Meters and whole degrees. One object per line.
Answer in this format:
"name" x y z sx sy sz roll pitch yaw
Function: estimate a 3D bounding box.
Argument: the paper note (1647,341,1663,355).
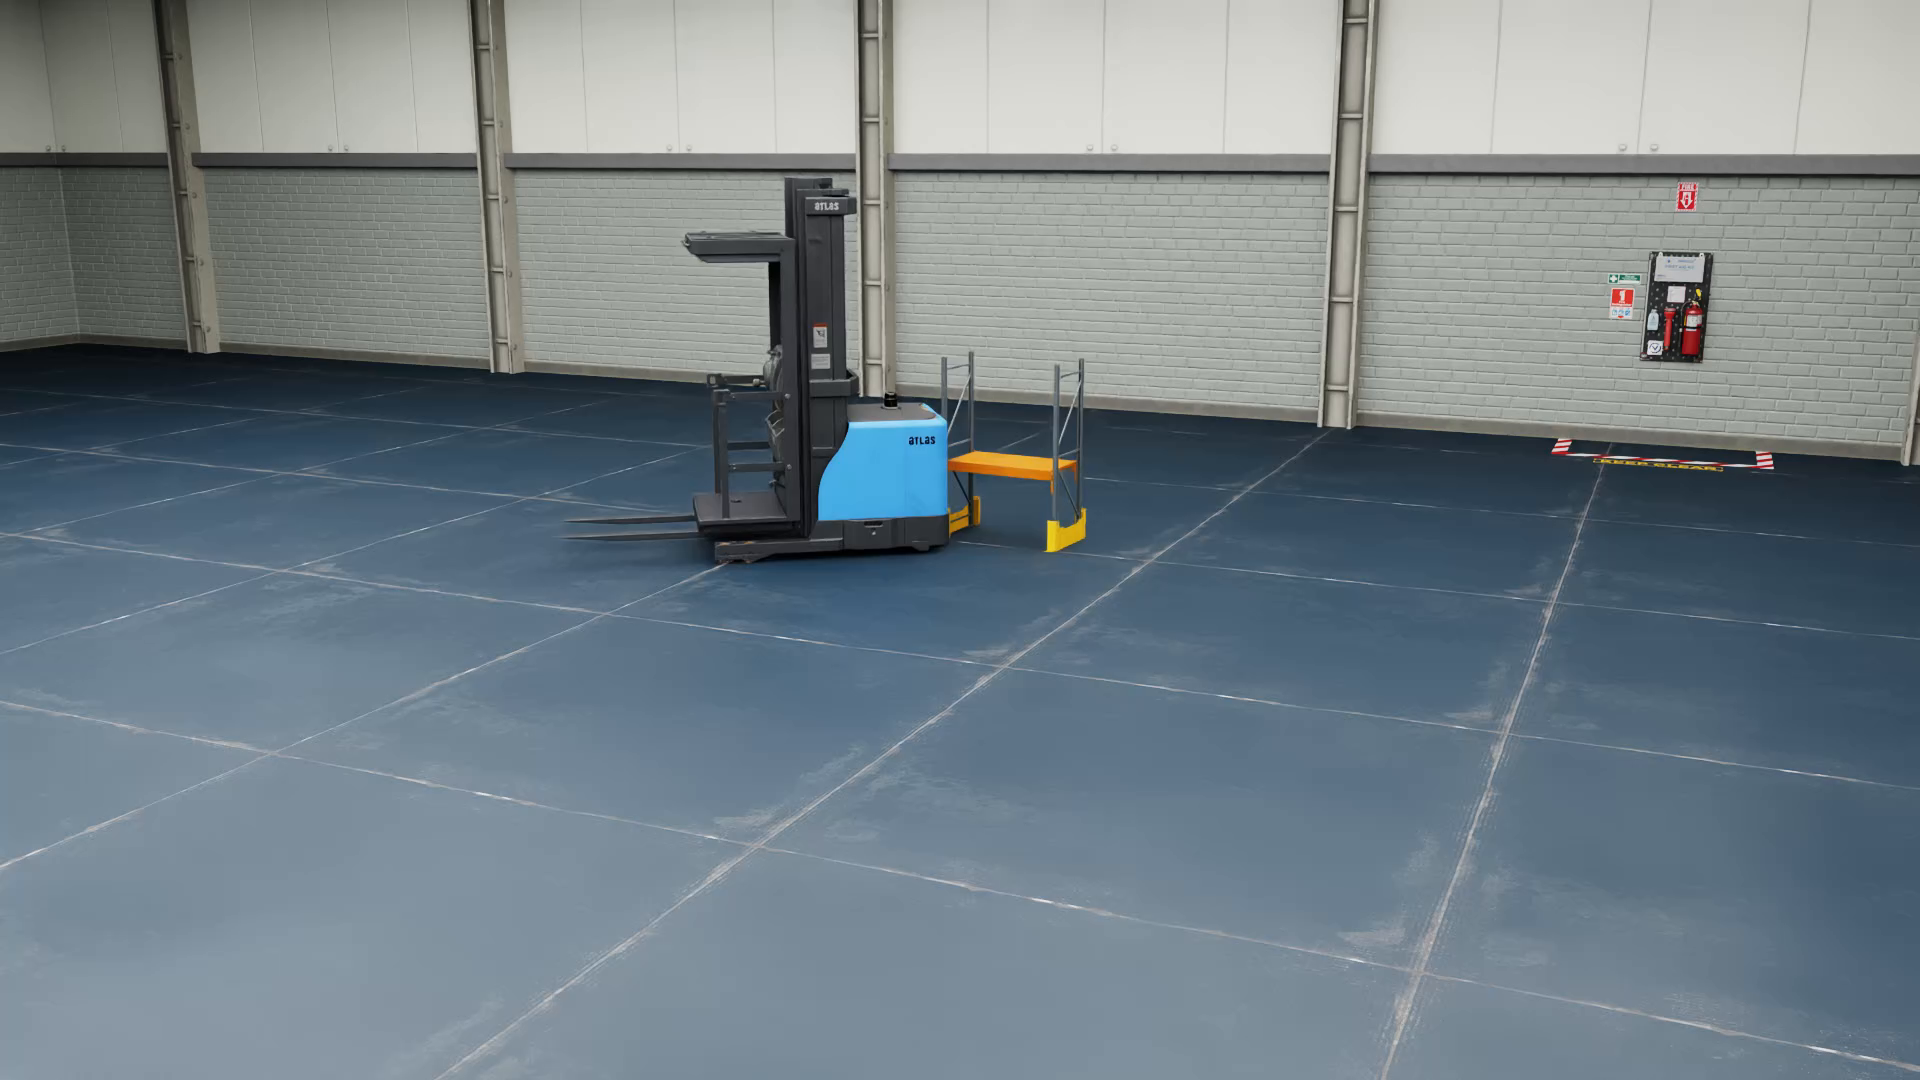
"paper note" 7.514 -2.078 17.974 0.142 0.148 0.016 6 14 23

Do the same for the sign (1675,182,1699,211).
"sign" 7.681 -3.626 17.569 0.199 0.298 0.001 6 14 23

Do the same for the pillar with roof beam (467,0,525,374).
"pillar with roof beam" -8.310 -5.927 19.314 0.400 9.000 9.100 6 14 23

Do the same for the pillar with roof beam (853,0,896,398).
"pillar with roof beam" -2.824 -5.372 16.948 0.400 9.000 9.100 6 14 23

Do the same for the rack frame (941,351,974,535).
"rack frame" -0.017 -0.806 13.905 0.032 1.500 0.500 7 15 28

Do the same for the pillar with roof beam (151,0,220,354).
"pillar with roof beam" -13.795 -6.482 21.680 0.400 9.000 9.100 6 14 23

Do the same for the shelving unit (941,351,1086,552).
"shelving unit" 0.436 -0.748 13.661 1.083 1.500 0.587 7 15 28

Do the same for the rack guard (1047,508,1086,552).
"rack guard" 0.871 -0.085 13.569 0.087 0.250 0.587 7 15 28

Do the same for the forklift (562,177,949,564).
"forklift" -1.655 -1.371 13.181 3.031 2.935 1.130 -3 13 -11

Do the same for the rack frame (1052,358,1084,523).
"rack frame" 0.872 -0.693 13.425 0.032 1.500 0.500 7 15 28

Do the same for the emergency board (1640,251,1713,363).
"emergency board" 7.648 -2.476 17.742 0.643 1.169 0.194 6 14 23

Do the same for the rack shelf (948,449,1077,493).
"rack shelf" 0.428 -0.574 13.706 1.000 0.185 0.538 7 15 28

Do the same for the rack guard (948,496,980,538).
"rack guard" 0.000 -0.195 14.039 0.087 0.250 0.587 7 15 28

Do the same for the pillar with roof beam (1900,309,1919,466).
"pillar with roof beam" 8.148 -4.261 12.216 0.400 9.000 9.100 6 14 23

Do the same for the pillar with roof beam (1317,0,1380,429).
"pillar with roof beam" 2.662 -4.816 14.582 0.400 9.000 9.100 6 14 23

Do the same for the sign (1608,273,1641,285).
"sign" 7.184 -2.822 17.978 0.331 0.109 0.001 6 14 23

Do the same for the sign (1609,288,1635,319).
"sign" 7.184 -2.566 18.048 0.234 0.329 0.001 6 14 23
